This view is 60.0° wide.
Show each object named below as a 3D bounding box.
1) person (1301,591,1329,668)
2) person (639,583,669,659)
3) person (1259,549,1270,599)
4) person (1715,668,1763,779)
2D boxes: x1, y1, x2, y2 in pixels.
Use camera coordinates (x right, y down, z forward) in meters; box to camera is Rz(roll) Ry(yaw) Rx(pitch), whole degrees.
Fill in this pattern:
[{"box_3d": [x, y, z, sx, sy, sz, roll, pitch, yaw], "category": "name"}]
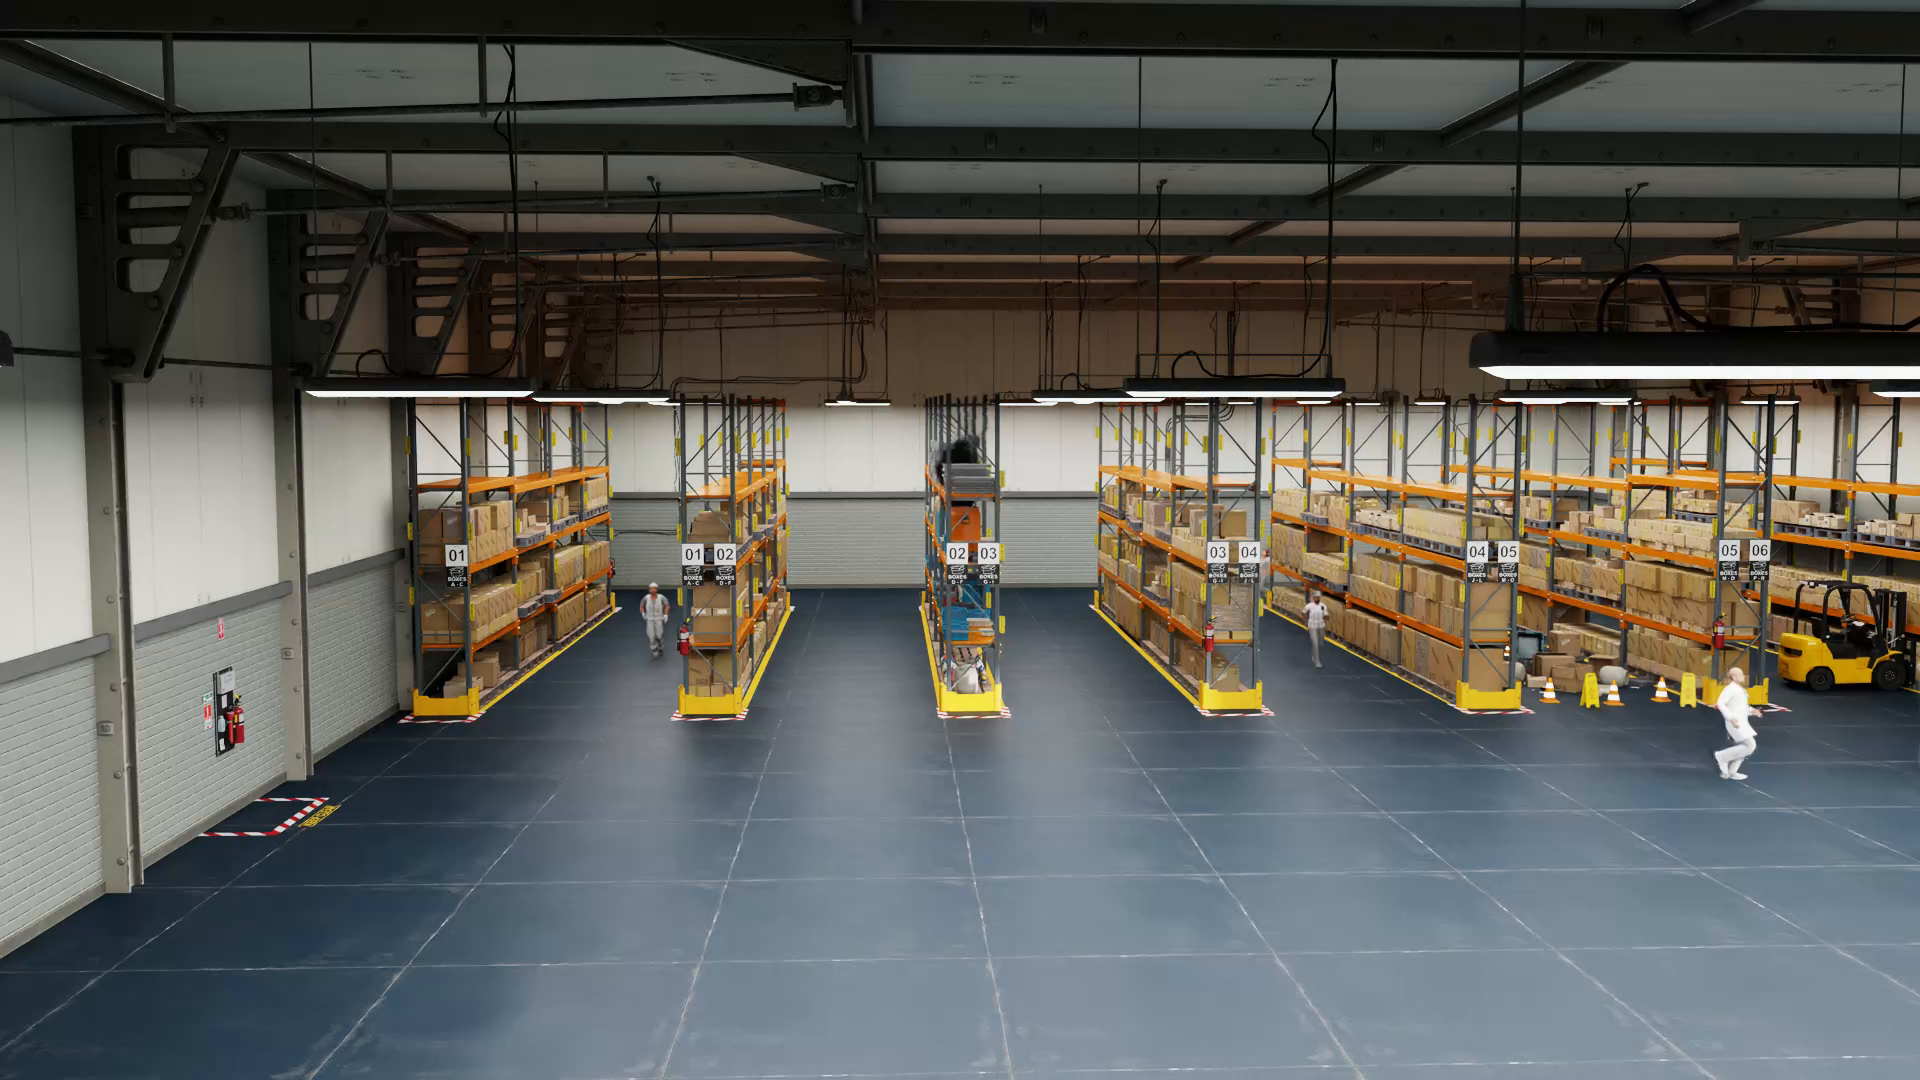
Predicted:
[{"box_3d": [7.904, 1.952, 36.899, 0.583, 1.674, 0.905, -1, 5, -8], "category": "person"}, {"box_3d": [-6.987, 1.848, 37.947, 0.661, 1.746, 0.572, 0, 5, -4], "category": "person"}, {"box_3d": [8.971, 1.064, 48.993, 0.655, 1.640, 0.604, -2, 5, -26], "category": "person"}, {"box_3d": [12.016, 2.837, 25.611, 0.598, 1.729, 0.714, 3, 5, 34], "category": "person"}]
